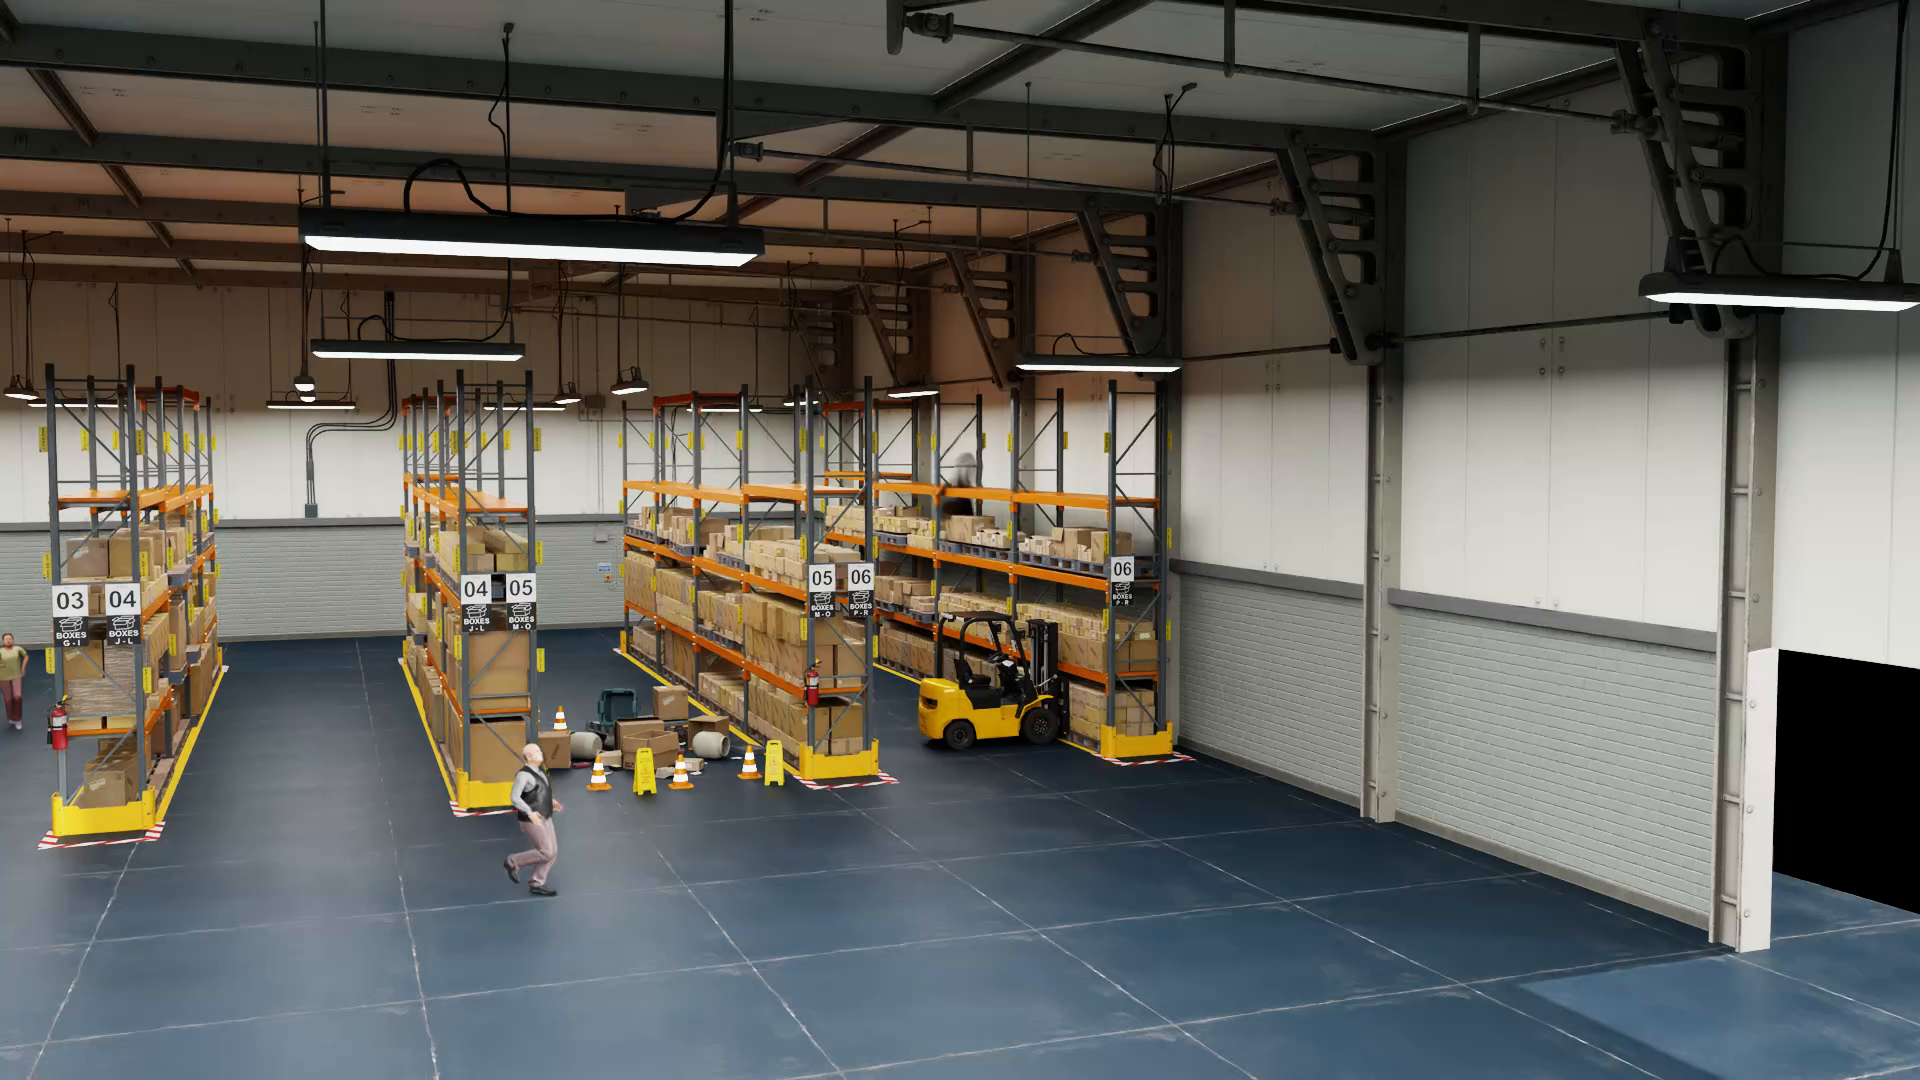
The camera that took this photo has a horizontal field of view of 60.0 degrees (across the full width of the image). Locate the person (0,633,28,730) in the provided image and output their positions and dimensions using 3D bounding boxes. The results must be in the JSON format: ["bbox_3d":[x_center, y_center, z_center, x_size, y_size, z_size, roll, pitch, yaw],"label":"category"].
[{"bbox_3d":[-16.647,2.472,29.156,0.556,1.710,0.711,-2,4,-28],"label":"person"}]

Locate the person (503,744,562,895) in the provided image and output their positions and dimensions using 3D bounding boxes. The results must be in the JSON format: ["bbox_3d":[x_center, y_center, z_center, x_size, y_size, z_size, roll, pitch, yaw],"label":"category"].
[{"bbox_3d":[-4.739,3.092,18.430,0.586,1.679,0.659,0,3,8],"label":"person"}]
